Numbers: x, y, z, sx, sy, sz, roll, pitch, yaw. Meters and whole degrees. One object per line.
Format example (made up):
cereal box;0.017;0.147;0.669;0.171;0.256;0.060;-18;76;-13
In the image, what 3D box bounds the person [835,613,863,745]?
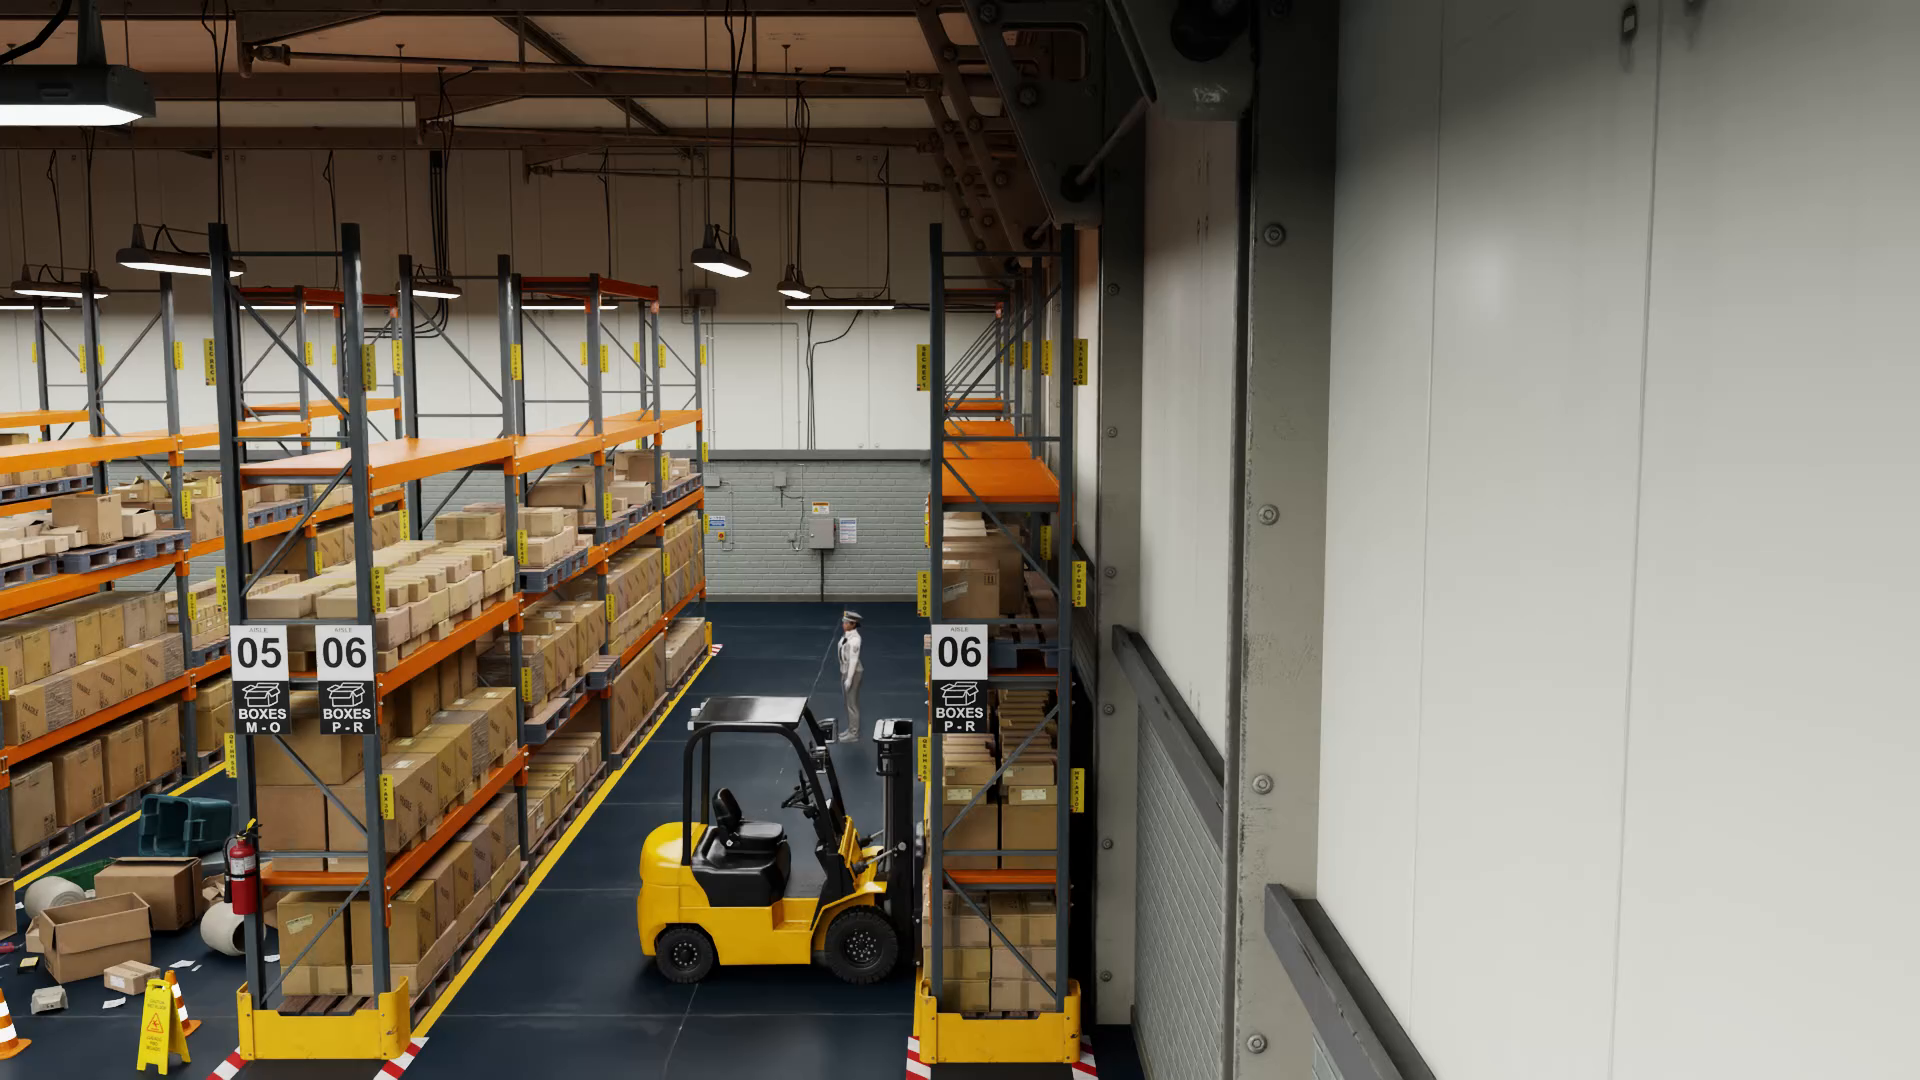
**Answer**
person;-1.426;1.784;21.411;0.347;1.711;0.522;-1;7;-9
